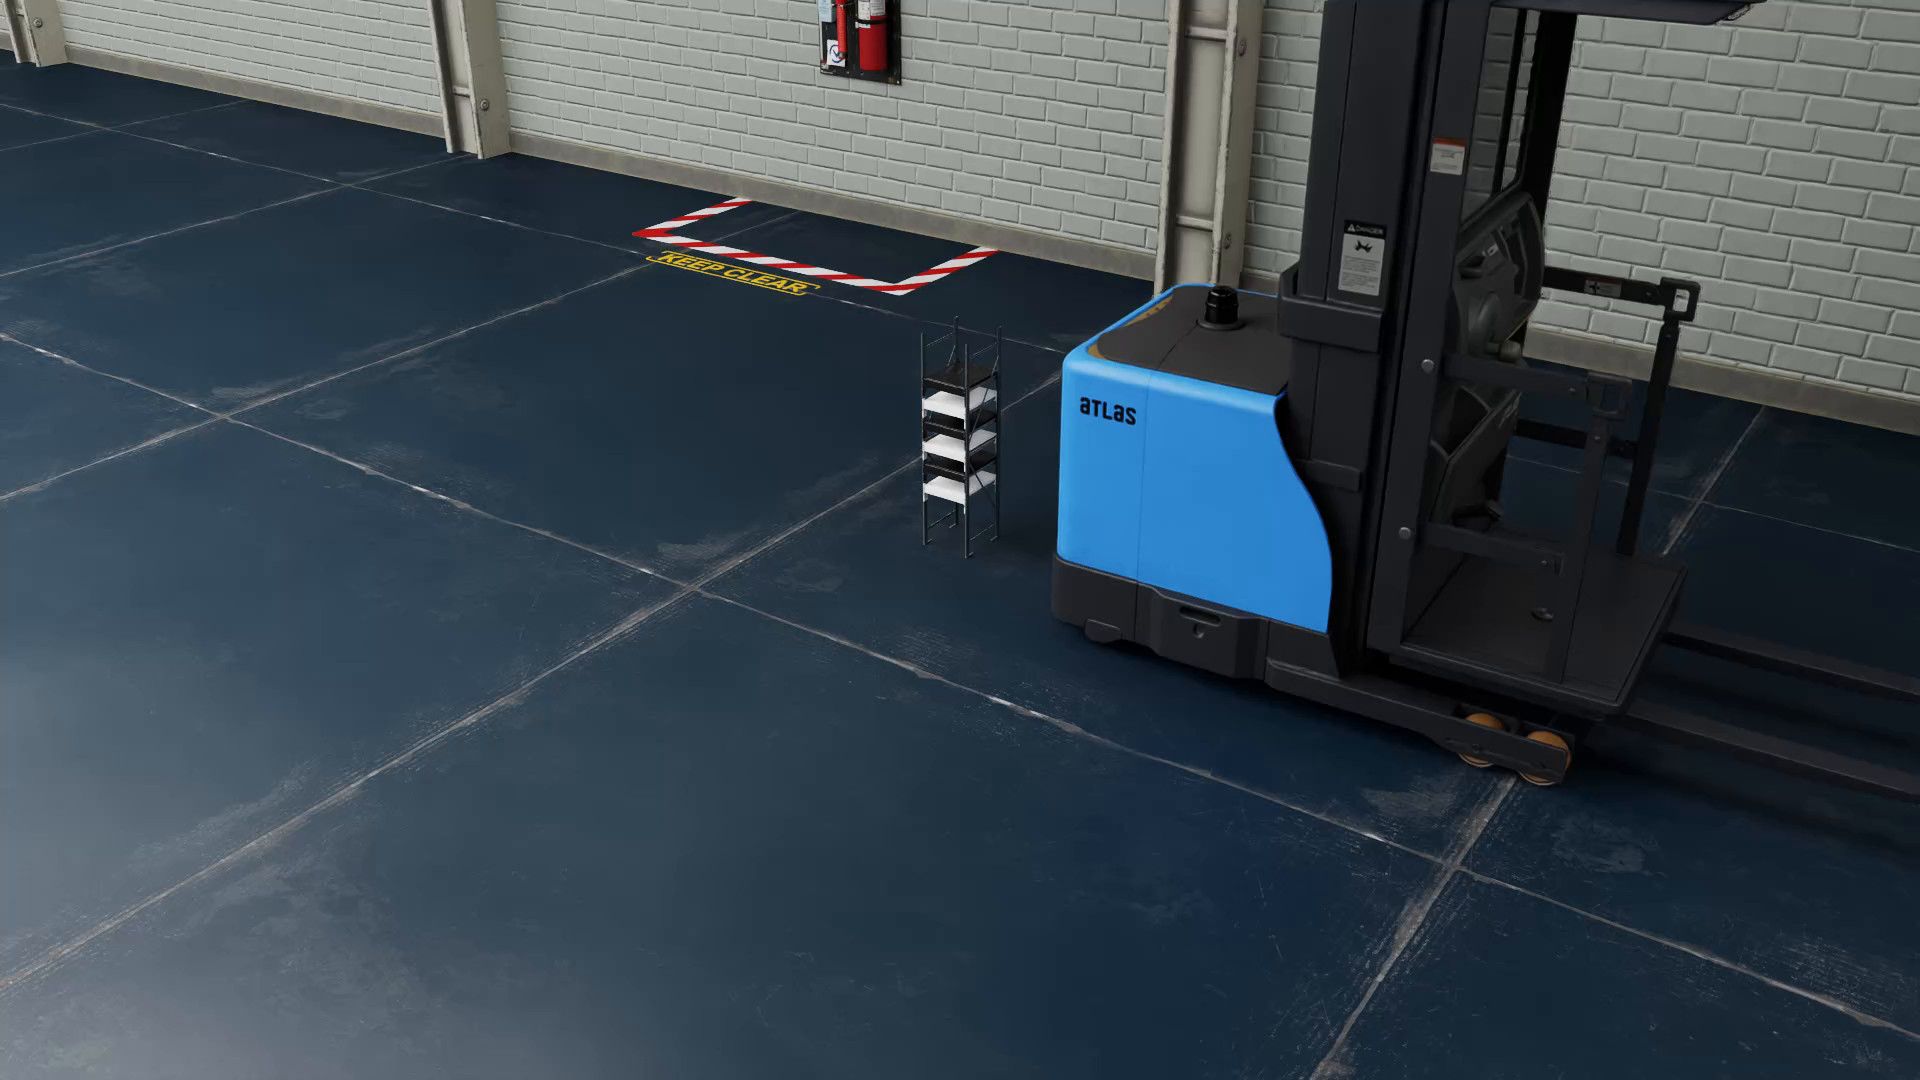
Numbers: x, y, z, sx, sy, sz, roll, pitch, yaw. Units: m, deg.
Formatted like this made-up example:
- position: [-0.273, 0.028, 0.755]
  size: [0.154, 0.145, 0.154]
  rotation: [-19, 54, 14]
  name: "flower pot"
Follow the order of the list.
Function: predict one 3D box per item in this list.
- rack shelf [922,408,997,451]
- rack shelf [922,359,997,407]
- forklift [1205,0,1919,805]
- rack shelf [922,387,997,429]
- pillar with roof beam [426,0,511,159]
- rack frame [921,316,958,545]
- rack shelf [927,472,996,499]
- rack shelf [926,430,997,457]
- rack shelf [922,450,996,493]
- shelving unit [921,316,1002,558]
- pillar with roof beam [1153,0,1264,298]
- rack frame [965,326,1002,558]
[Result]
- position: [0.007, -0.449, 6.516]
  size: [0.200, 0.077, 0.258]
  rotation: [17, 32, 30]
  name: "rack shelf"
- position: [0.007, -0.610, 6.434]
  size: [0.200, 0.077, 0.258]
  rotation: [17, 32, 30]
  name: "rack shelf"
- position: [1.852, -0.806, 5.102]
  size: [3.031, 2.935, 1.110]
  rotation: [16, 31, 28]
  name: "forklift"
- position: [0.007, -0.530, 6.475]
  size: [0.200, 0.077, 0.258]
  rotation: [17, 32, 30]
  name: "rack shelf"
- position: [-6.036, -5.320, 7.282]
  size: [0.400, 9.000, 9.100]
  rotation: [17, 32, 30]
  name: "pillar with roof beam"
- position: [-0.077, -0.425, 6.593]
  size: [0.006, 0.900, 0.240]
  rotation: [17, 32, 30]
  name: "rack frame"
- position: [0.007, -0.227, 6.629]
  size: [0.190, 0.026, 0.221]
  rotation: [17, 32, 30]
  name: "rack shelf"
- position: [0.007, -0.387, 6.548]
  size: [0.190, 0.026, 0.221]
  rotation: [17, 32, 30]
  name: "rack shelf"
- position: [0.007, -0.289, 6.598]
  size: [0.200, 0.077, 0.258]
  rotation: [17, 32, 30]
  name: "rack shelf"
- position: [0.007, -0.399, 6.542]
  size: [0.210, 0.900, 0.258]
  rotation: [17, 32, 30]
  name: "shelving unit"
- position: [-1.091, -3.779, 4.255]
  size: [0.400, 9.000, 9.100]
  rotation: [17, 32, 30]
  name: "pillar with roof beam"
- position: [0.090, -0.373, 6.490]
  size: [0.006, 0.900, 0.240]
  rotation: [17, 32, 30]
  name: "rack frame"
